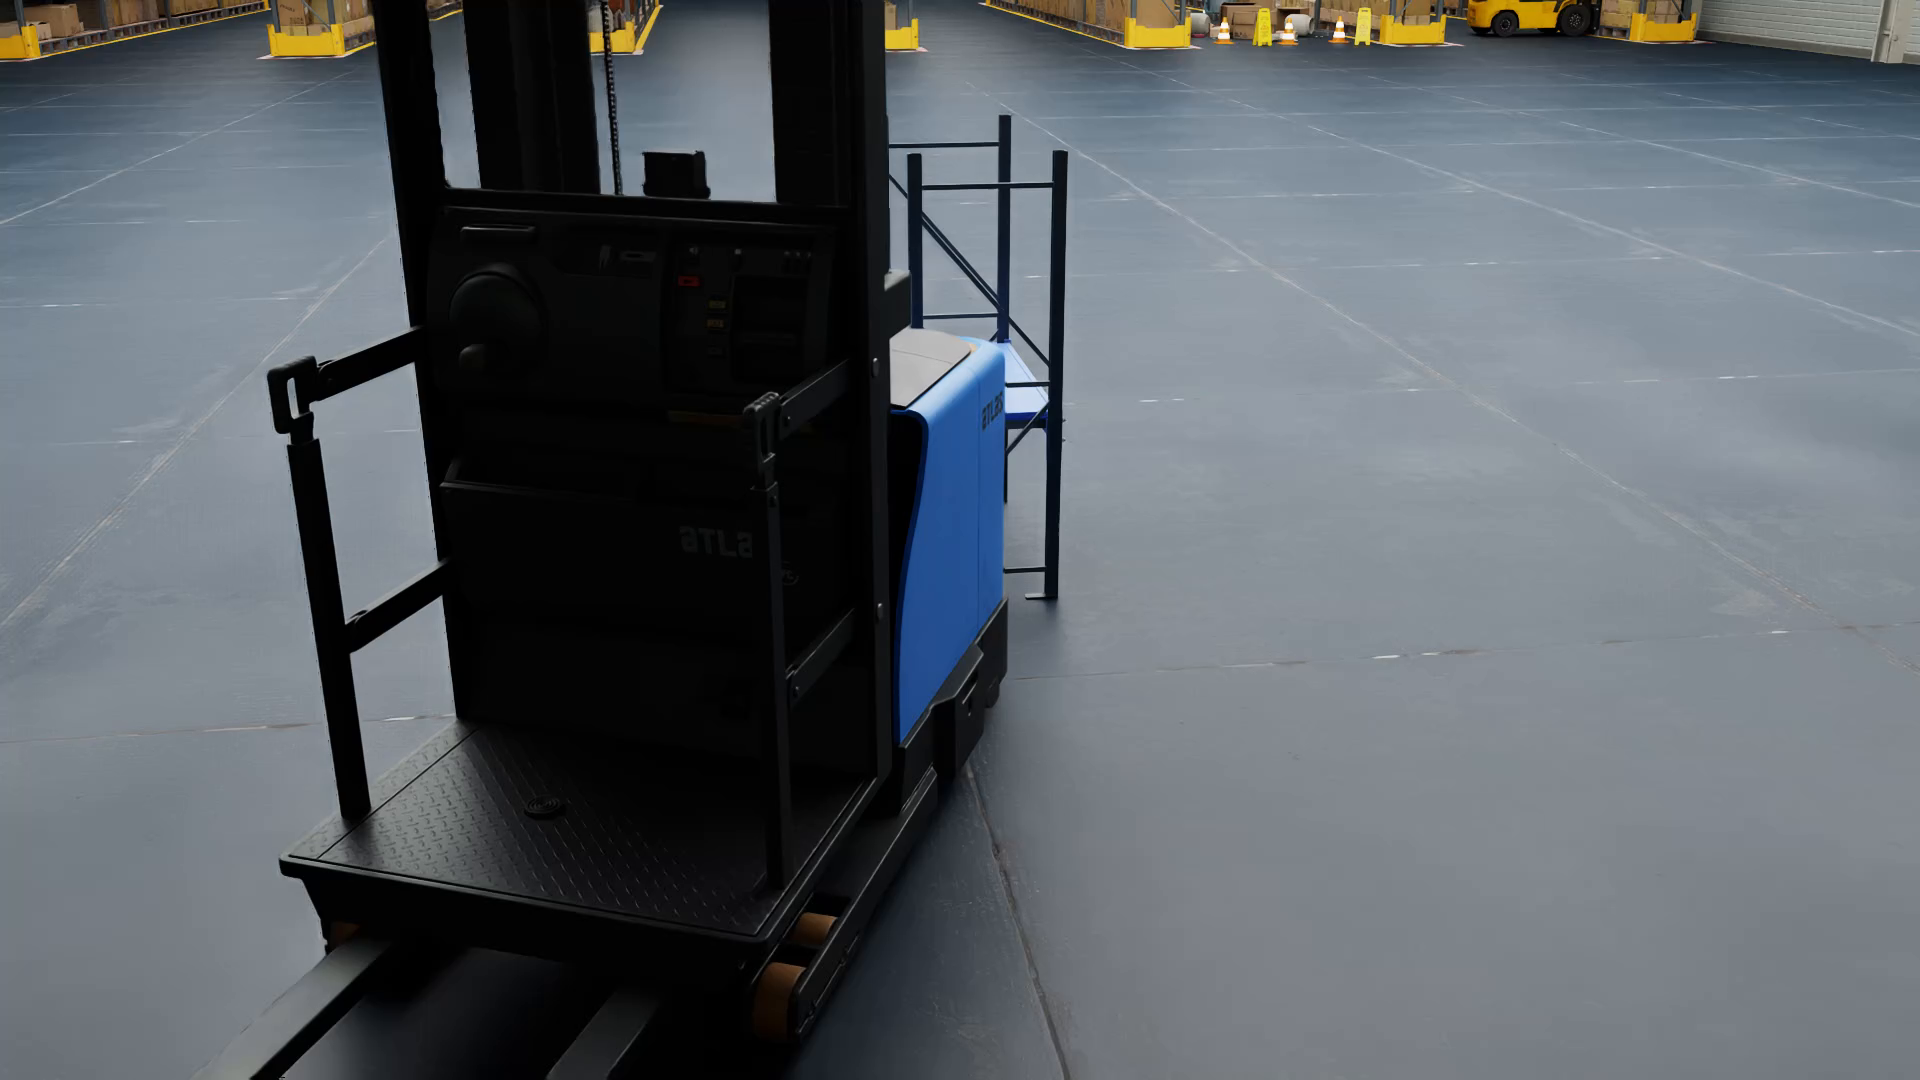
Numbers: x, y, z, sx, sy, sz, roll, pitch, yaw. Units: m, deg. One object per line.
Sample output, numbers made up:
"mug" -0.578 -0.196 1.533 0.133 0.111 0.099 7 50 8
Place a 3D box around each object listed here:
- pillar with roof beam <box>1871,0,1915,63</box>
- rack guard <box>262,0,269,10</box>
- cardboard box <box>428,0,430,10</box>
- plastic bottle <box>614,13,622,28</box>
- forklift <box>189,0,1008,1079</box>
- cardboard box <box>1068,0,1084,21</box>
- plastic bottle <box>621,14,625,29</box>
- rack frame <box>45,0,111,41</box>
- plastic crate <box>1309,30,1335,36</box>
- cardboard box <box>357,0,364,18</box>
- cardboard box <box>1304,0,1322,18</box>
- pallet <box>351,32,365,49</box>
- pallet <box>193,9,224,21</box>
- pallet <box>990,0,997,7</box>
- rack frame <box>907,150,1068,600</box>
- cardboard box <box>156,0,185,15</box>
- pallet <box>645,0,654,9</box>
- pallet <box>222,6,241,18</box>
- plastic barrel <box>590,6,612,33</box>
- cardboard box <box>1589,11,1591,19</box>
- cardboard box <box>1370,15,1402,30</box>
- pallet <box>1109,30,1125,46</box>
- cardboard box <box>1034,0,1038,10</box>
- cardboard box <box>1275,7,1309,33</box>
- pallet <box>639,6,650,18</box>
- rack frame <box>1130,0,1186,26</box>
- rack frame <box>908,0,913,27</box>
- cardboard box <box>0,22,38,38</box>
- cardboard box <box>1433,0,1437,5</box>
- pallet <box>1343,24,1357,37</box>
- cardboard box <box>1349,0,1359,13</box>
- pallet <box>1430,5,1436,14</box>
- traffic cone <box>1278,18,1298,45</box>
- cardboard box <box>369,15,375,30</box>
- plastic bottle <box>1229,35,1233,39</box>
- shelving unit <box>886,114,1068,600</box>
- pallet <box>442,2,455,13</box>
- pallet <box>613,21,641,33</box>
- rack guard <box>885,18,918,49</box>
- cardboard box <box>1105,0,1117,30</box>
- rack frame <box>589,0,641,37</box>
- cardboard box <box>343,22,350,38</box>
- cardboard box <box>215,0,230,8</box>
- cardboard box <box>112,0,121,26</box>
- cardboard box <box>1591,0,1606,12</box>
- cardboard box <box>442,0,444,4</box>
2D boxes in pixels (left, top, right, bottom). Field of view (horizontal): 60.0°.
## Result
"pillar with roof beam" 10.783 -11.755 24.828 9.100 9.000 0.400 -3 21 -8
"rack guard" -18.346 -13.829 42.527 1.175 0.500 0.348 -3 21 -8
"cardboard box" -12.299 -12.215 37.578 0.500 0.500 0.500 -4 21 -10
"plastic bottle" -6.546 -9.975 31.901 0.152 0.276 0.135 -3 21 -8
"forklift" -0.762 -0.486 3.328 1.130 2.935 3.031 6 21 15
"cardboard box" 2.837 -11.154 34.409 1.050 0.750 0.750 -3 21 -8
"plastic bottle" -6.337 -9.823 31.494 0.152 0.276 0.135 -3 21 -7
"rack frame" -16.612 -10.837 30.943 1.000 3.000 0.127 -3 21 -8
"plastic crate" 7.314 -10.133 33.233 0.402 0.080 0.583 -11 23 -26
"cardboard box" -11.291 -9.851 30.564 0.500 0.500 0.500 -3 21 -8
"cardboard box" 7.821 -11.233 35.160 0.950 0.372 0.625 -3 21 -7
"pallet" -11.459 -9.081 30.227 1.003 0.211 1.213 -3 21 -8
"pallet" -17.580 -12.037 38.142 1.003 0.211 1.213 -3 21 -8
"pallet" 1.378 -14.340 44.310 1.003 0.211 1.213 -3 21 -8
"rack frame" 0.086 -0.497 5.403 0.500 1.500 0.032 -3 21 -8
"cardboard box" -17.165 -11.672 35.653 0.750 0.750 0.750 -3 21 -8
"pallet" -8.458 -13.897 43.123 1.003 0.211 1.213 -3 21 -8
"pallet" -17.798 -12.567 39.563 1.003 0.211 1.213 -3 21 -8
"plastic barrel" -6.403 -9.207 29.535 0.421 0.512 0.421 0 20 0
"cardboard box" 12.784 -10.533 33.460 0.500 0.250 0.500 -2 21 -6
"cardboard box" 8.089 -9.884 31.723 0.500 0.250 0.500 -3 21 -8
"pallet" 3.399 -9.383 31.036 1.003 0.211 1.213 -3 21 -8
"cardboard box" 2.014 -12.607 38.654 0.500 0.500 0.500 -2 21 -6
"cardboard box" 6.707 -10.476 33.548 0.500 0.500 0.500 12 24 29
"pallet" -7.892 -12.531 39.464 1.003 0.211 1.213 -3 21 -8
"rack frame" 3.592 -10.416 29.818 1.000 3.000 0.127 -3 21 -8
"rack frame" -1.331 -10.201 29.242 1.000 3.000 0.127 -3 21 -8
"cardboard box" -16.046 -8.642 28.282 0.500 0.311 0.500 -5 21 -14
"cardboard box" 11.820 -13.239 40.347 0.500 0.500 0.500 -2 21 -5
"pallet" 8.210 -10.126 33.025 1.003 0.211 1.213 -3 21 -8
"cardboard box" 7.958 -10.581 32.516 0.500 0.500 0.500 -3 21 -9
"pallet" 11.991 -13.098 40.983 1.003 0.211 1.213 -3 21 -8
"traffic cone" 6.088 -9.423 30.783 0.336 0.463 0.334 -3 21 -8
"cardboard box" -11.428 -9.847 31.623 0.500 0.250 0.500 -3 21 -8
"plastic bottle" 5.170 -9.769 32.284 0.133 0.061 0.283 -11 23 -26
"shelving unit" 0.012 -0.673 5.875 0.538 1.500 1.048 -3 21 -8
"pallet" -13.141 -13.212 41.290 1.003 0.211 1.213 -3 21 -8
"pallet" -6.960 -10.300 33.492 1.003 0.211 1.213 -3 21 -8
"rack guard" -1.342 -9.056 29.750 1.175 0.500 0.348 -3 21 -8
"cardboard box" 3.300 -10.154 31.551 0.875 0.875 0.875 -3 21 -9
"rack frame" -6.809 -11.336 32.281 1.000 3.000 0.127 -3 21 -8
"cardboard box" -11.067 -8.981 29.305 0.500 0.250 0.500 -3 21 -8
"cardboard box" -17.772 -12.896 39.430 0.700 0.500 0.500 -3 21 -7
"cardboard box" -16.859 -10.302 32.456 0.700 0.500 0.500 -3 21 -9
"cardboard box" 12.851 -10.600 32.925 0.500 0.250 0.500 -3 21 -9
"cardboard box" -12.845 -13.192 40.669 0.380 0.166 0.250 -3 21 -8
